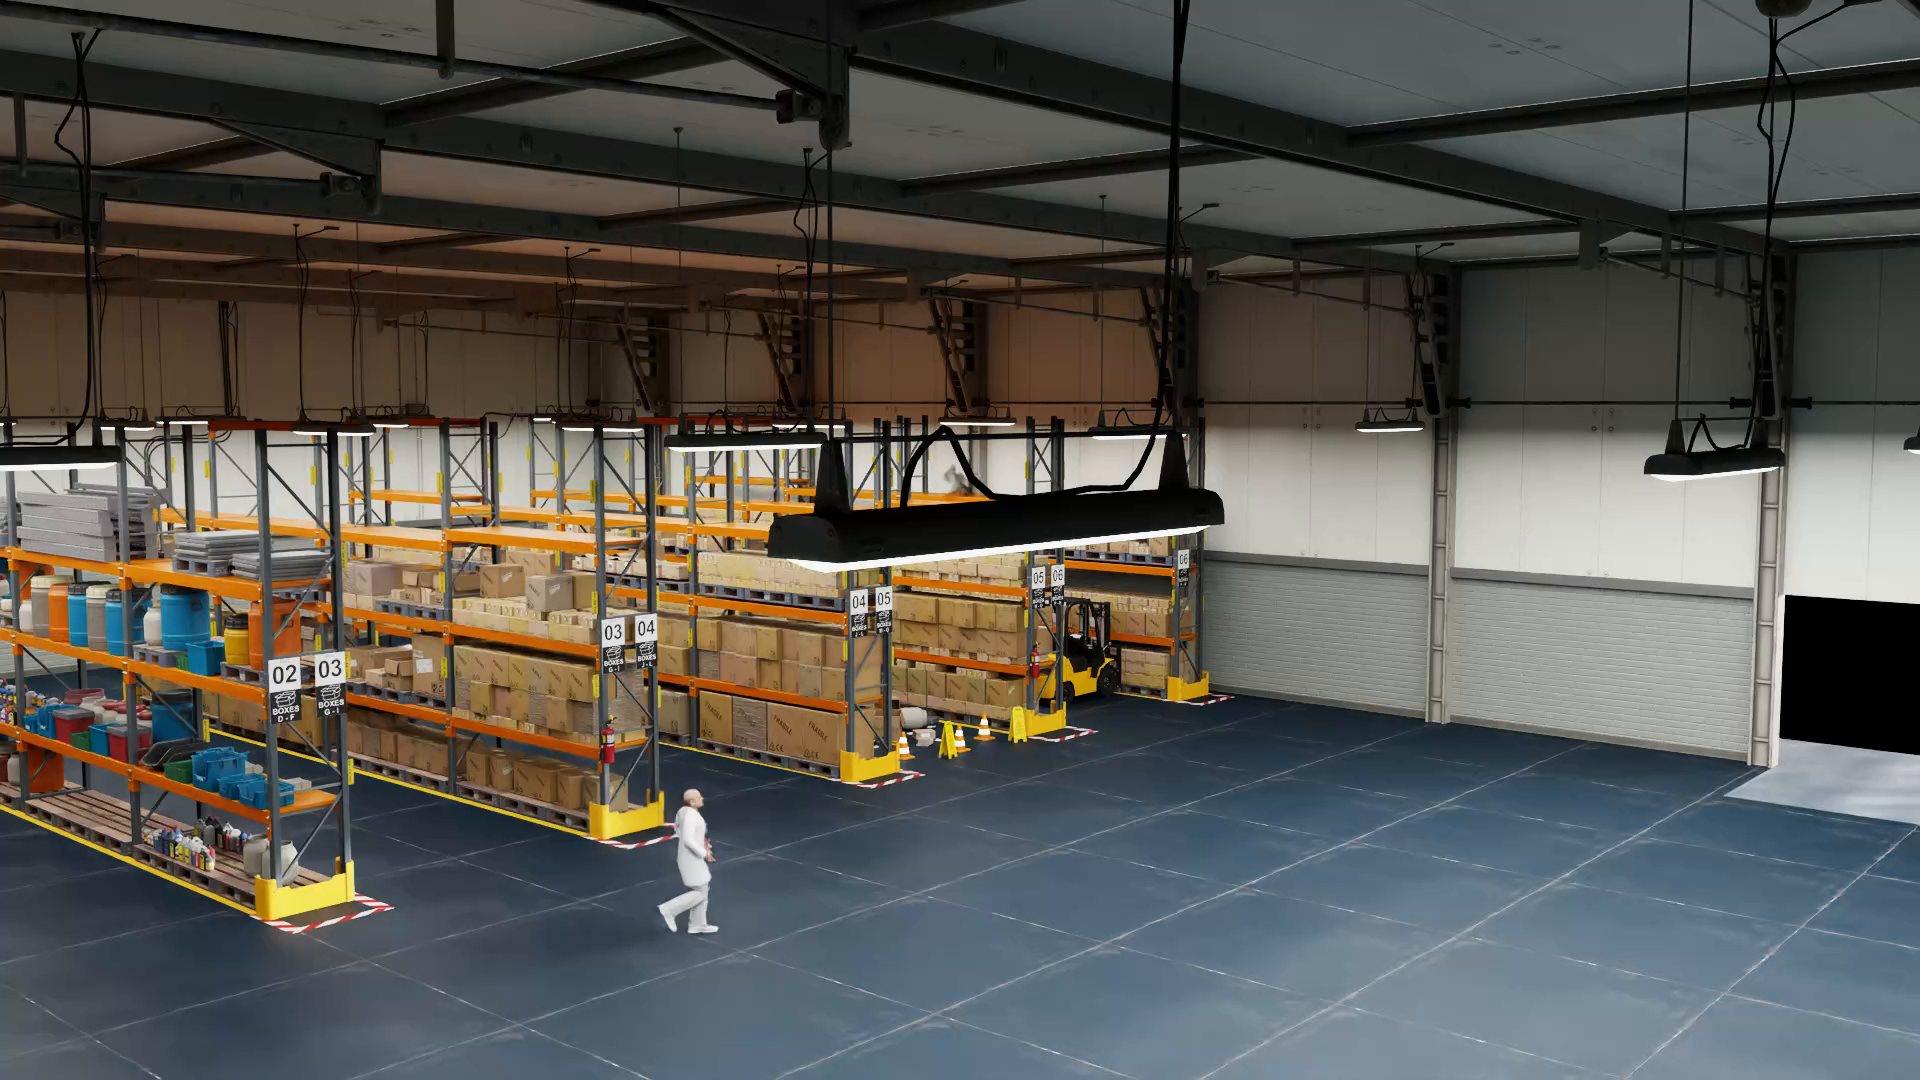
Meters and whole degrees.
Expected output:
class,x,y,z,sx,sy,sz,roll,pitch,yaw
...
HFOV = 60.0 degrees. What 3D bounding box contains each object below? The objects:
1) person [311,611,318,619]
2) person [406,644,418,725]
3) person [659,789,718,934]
class,x,y,z,sx,sy,sz,roll,pitch,yaw
person,-14.750,2.397,37.978,0.646,1.628,0.743,0,5,-3
person,-10.351,2.841,31.515,0.591,1.730,0.644,3,6,34
person,-3.249,3.920,19.768,0.735,1.570,0.712,-2,5,-21
